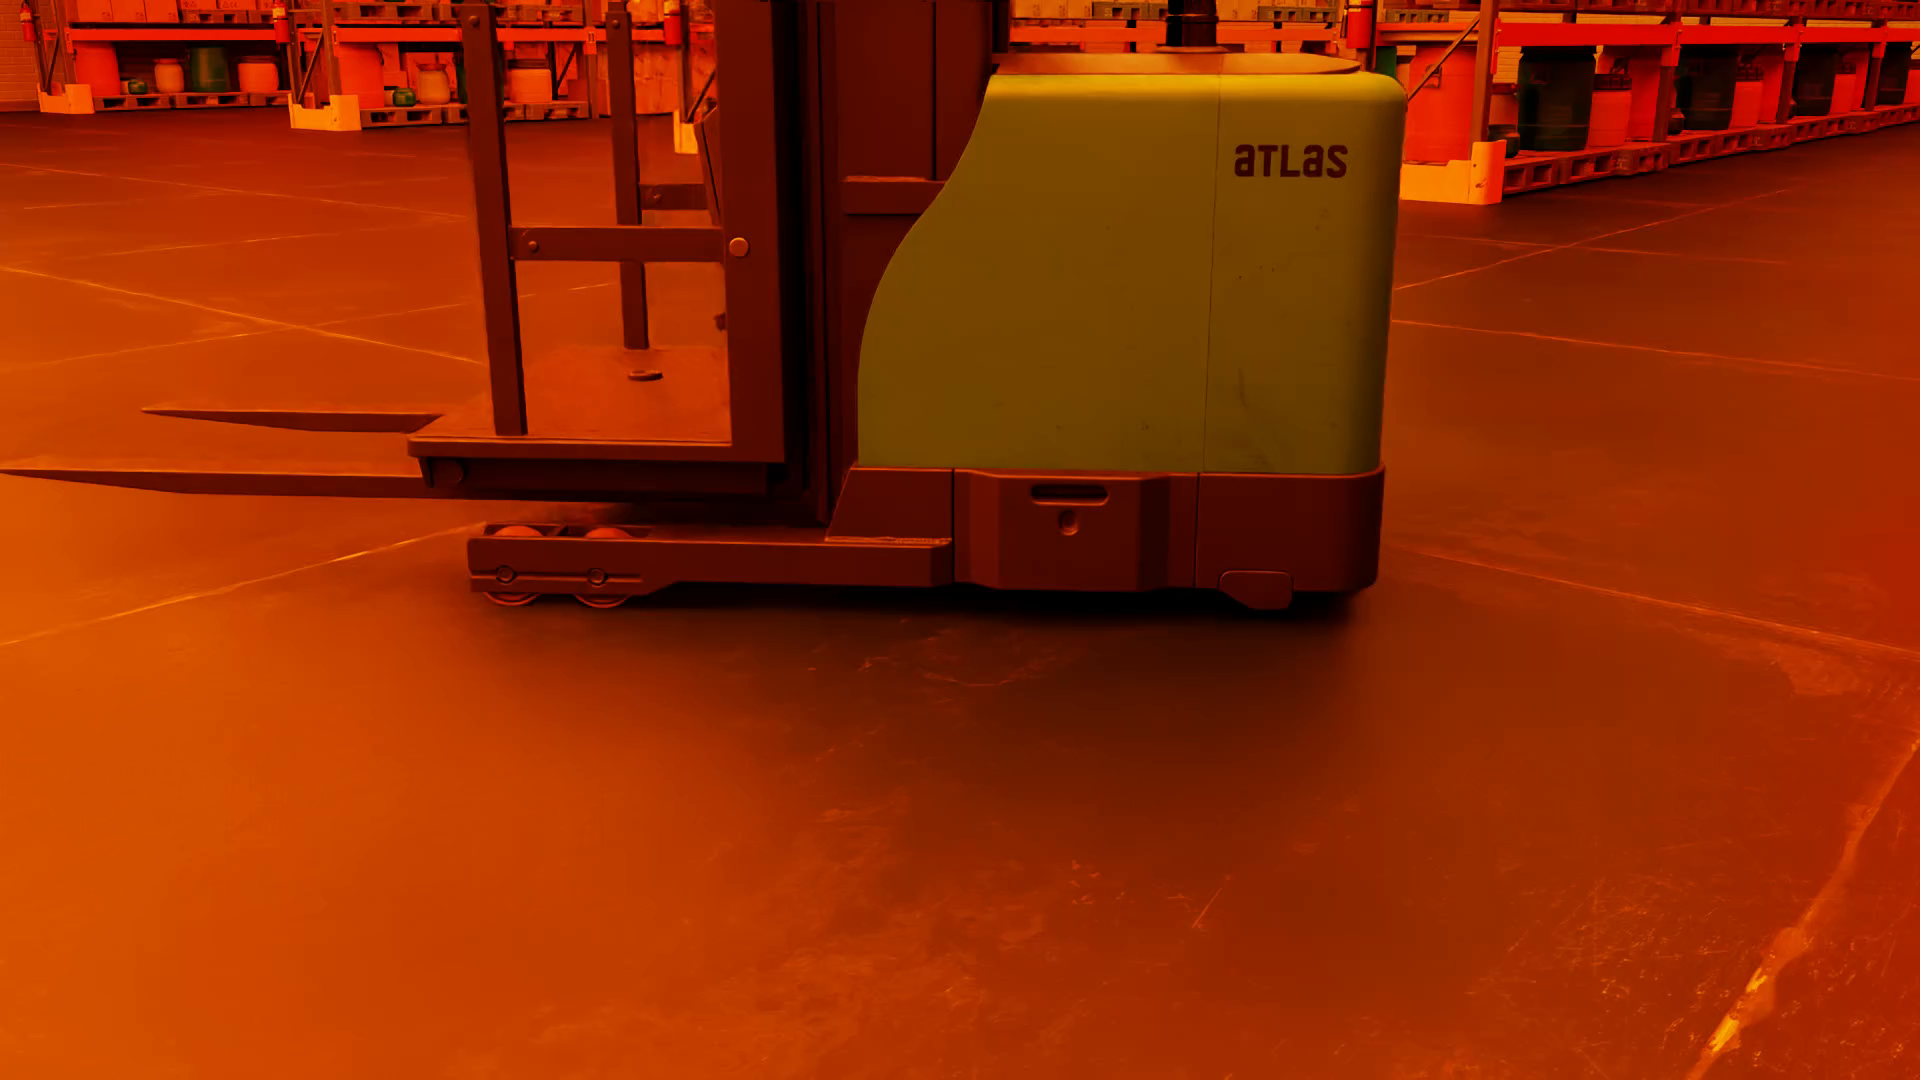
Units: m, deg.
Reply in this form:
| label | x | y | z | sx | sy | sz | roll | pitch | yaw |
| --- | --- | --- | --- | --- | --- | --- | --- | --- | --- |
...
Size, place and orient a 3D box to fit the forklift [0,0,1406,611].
| label | x | y | z | sx | sy | sz | roll | pitch | yaw |
| --- | --- | --- | --- | --- | --- | --- | --- | --- | --- |
| forklift | -0.619 | -1.411 | 3.544 | 3.031 | 2.935 | 1.130 | 1 | 17 | 4 |
